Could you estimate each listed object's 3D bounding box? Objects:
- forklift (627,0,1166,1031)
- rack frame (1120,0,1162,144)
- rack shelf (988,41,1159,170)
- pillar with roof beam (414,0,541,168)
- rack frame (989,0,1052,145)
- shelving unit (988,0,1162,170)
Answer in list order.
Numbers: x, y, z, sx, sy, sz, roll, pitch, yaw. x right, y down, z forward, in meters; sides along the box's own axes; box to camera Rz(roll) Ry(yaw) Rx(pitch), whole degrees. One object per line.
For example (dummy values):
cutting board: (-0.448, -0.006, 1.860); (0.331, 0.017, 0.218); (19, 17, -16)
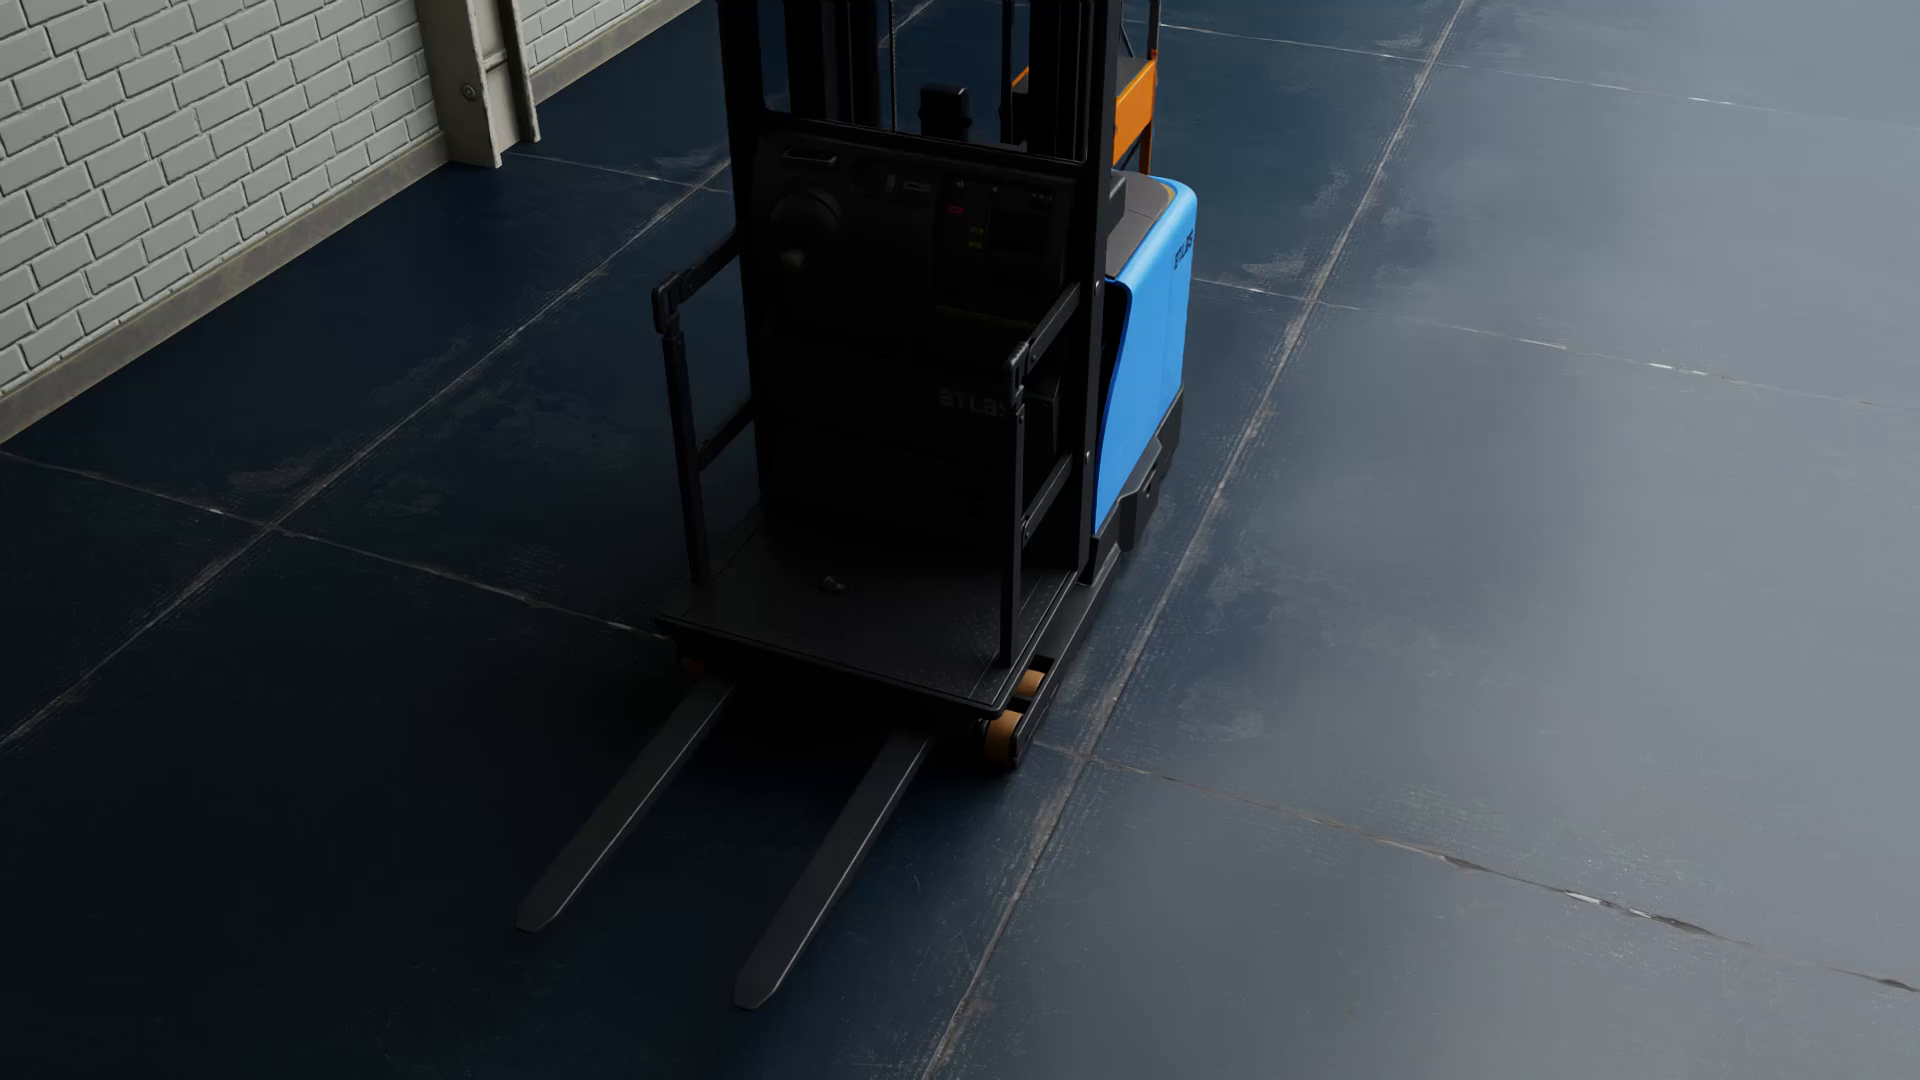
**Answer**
forklift: (-0.126, -0.786, 4.354); (1.130, 2.935, 3.031); (8, 38, 11)
rack frame: (0.538, -1.628, 6.174); (0.400, 2.100, 0.015); (21, 42, 26)
rack shelf: (0.407, -1.494, 6.018); (0.431, 0.518, 0.480); (21, 42, 26)
pillar with roof beam: (1.626, -4.600, 4.388); (9.100, 9.000, 0.400); (14, 39, 18)
rack frame: (0.276, -1.382, 5.845); (0.400, 2.100, 0.015); (21, 42, 26)
shelving unit: (0.407, -1.505, 6.009); (0.431, 2.100, 0.503); (21, 42, 26)
